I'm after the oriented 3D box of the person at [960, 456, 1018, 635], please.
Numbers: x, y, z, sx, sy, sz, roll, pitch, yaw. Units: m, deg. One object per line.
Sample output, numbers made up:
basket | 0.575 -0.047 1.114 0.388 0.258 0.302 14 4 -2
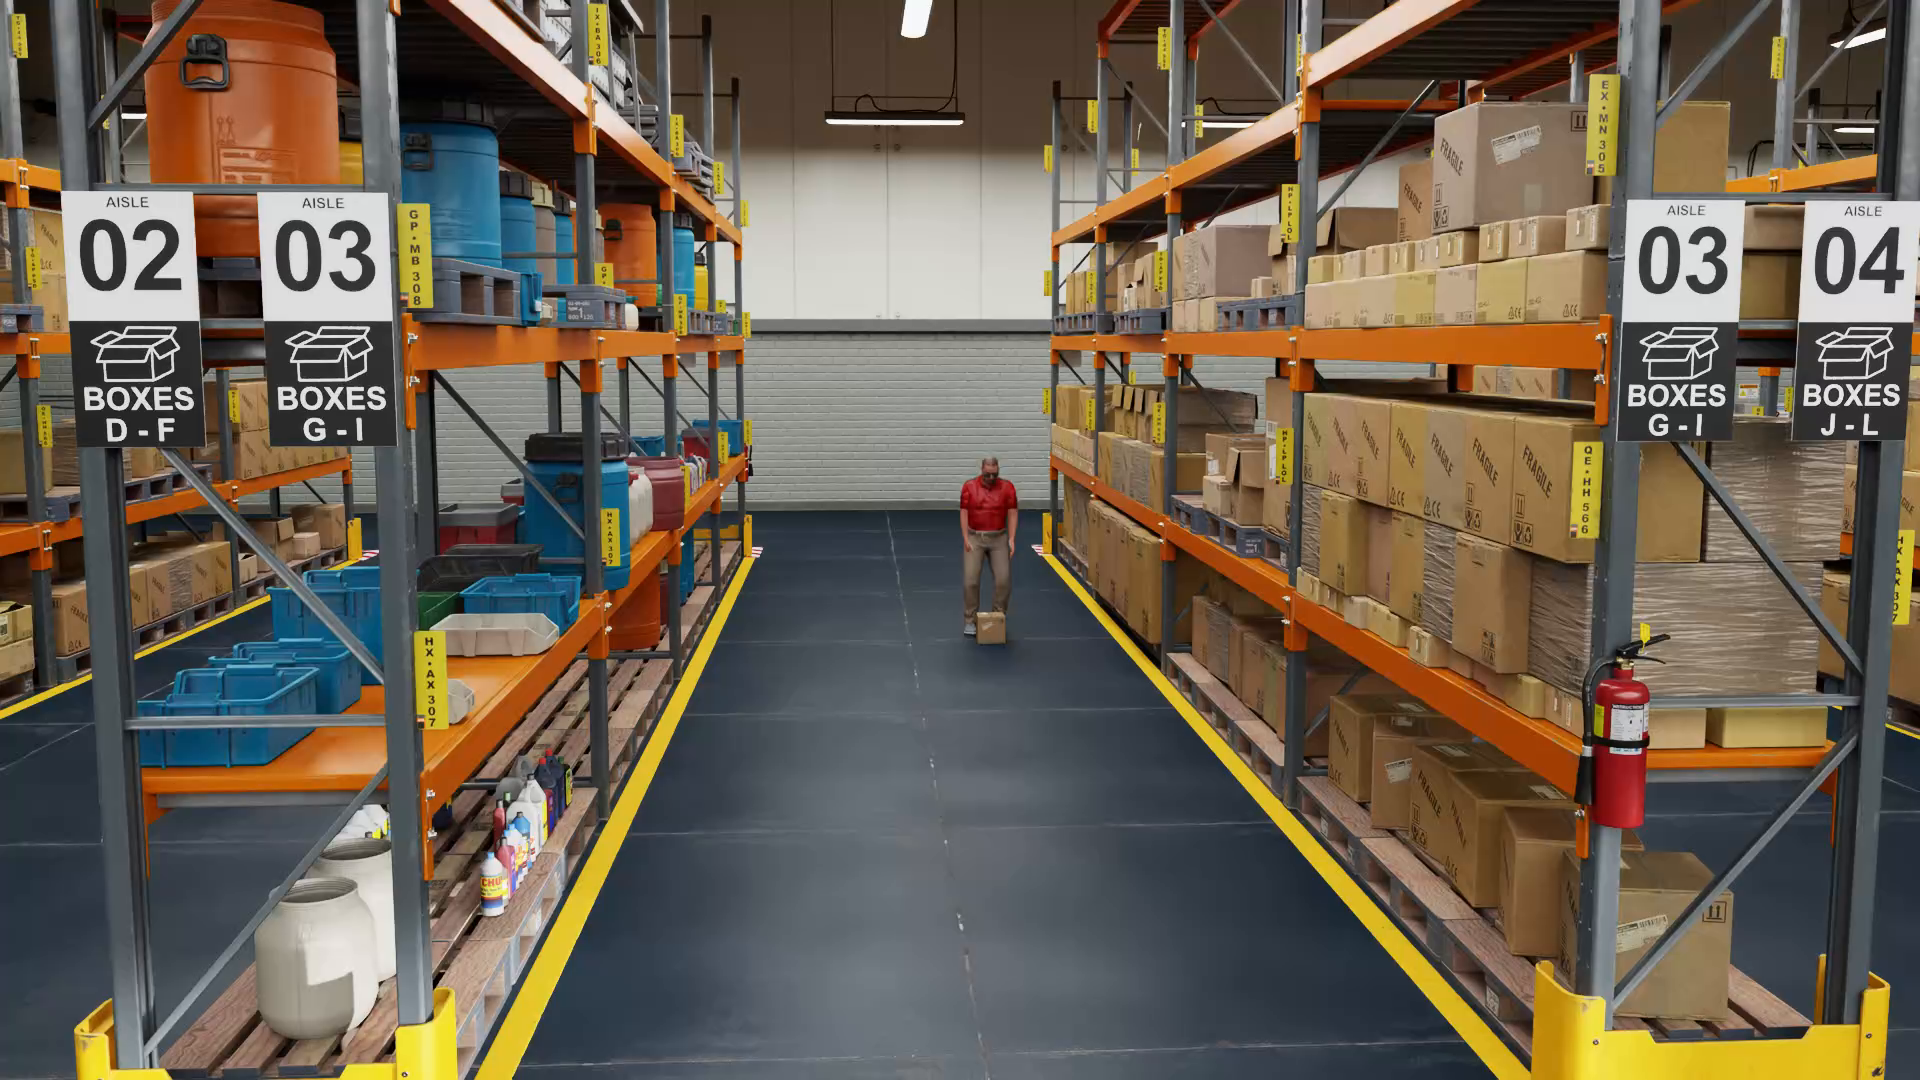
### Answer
person | 0.274 0.046 15.671 0.553 1.684 0.416 0 7 -2
